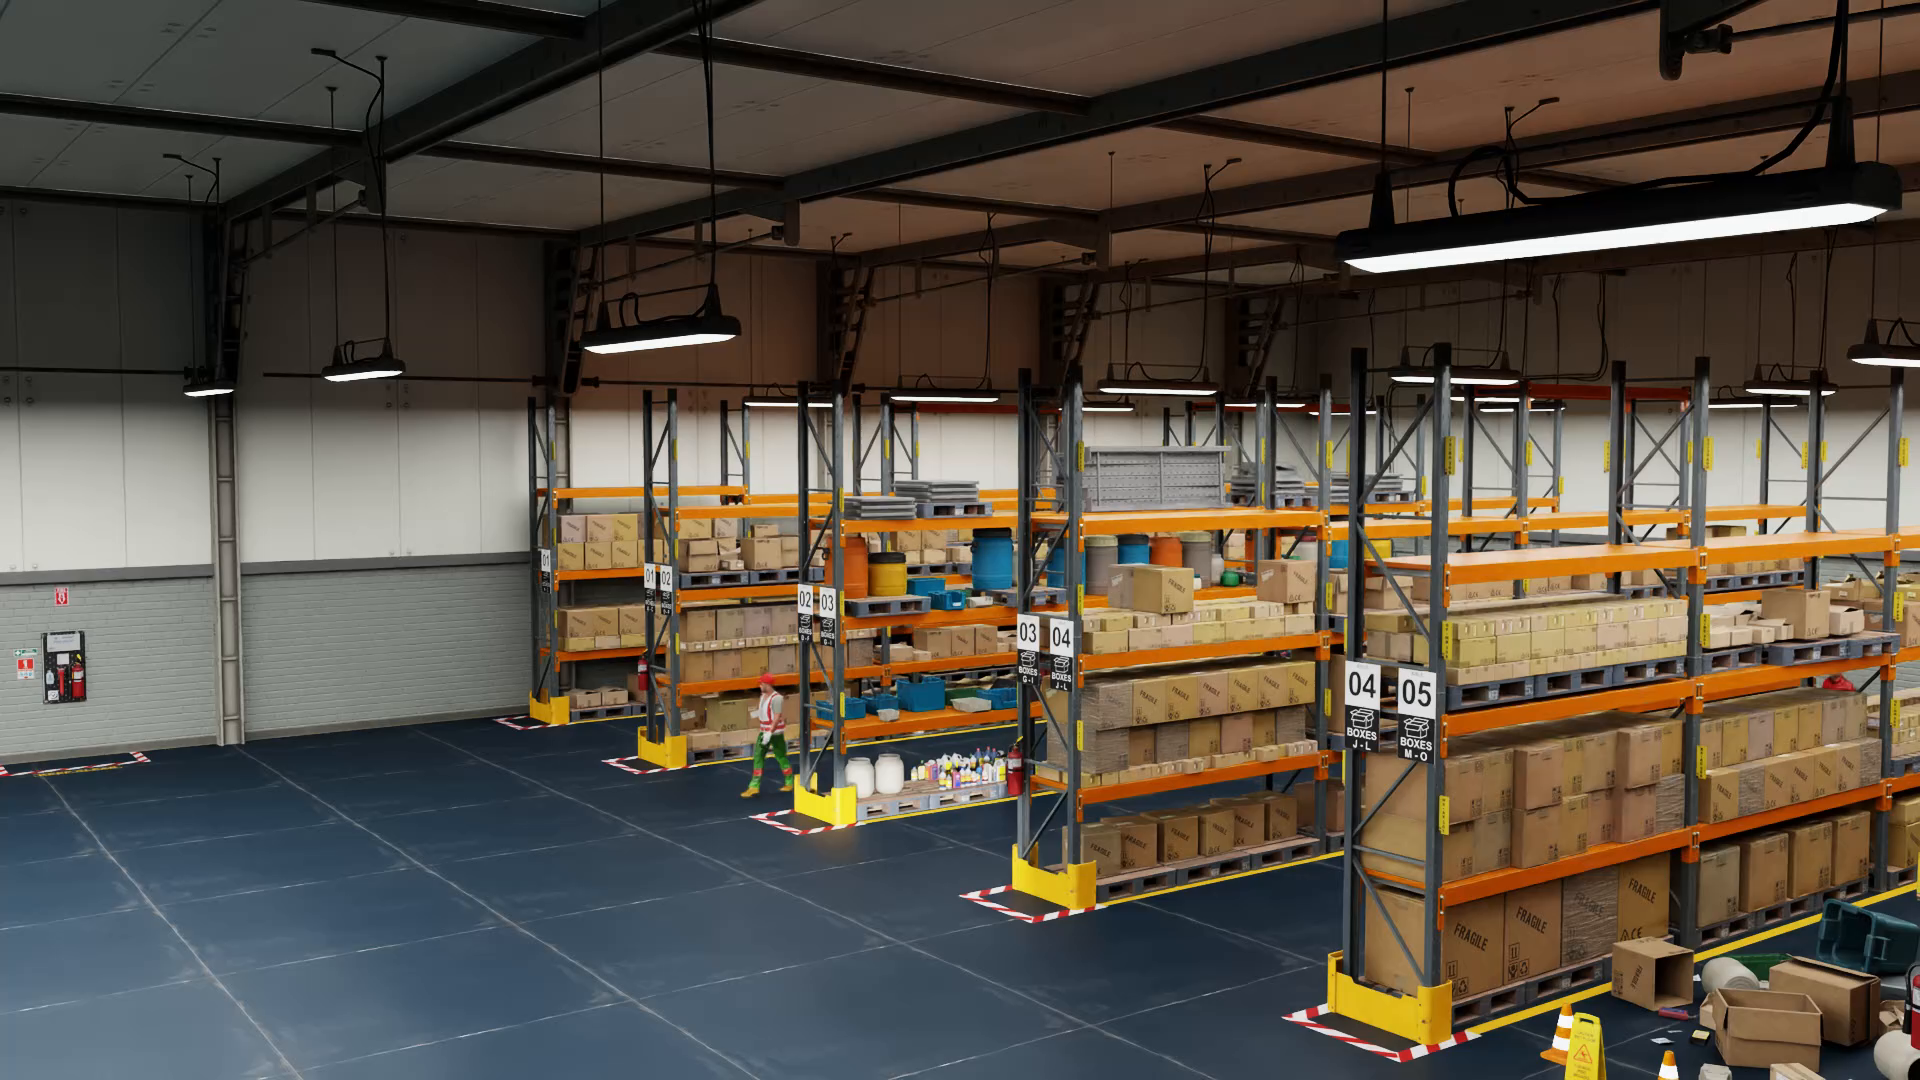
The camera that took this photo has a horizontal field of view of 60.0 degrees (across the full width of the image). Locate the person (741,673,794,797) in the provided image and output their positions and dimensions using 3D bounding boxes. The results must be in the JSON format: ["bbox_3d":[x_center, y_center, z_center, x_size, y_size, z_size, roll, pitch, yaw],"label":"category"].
[{"bbox_3d":[-2.813,2.830,24.293,0.886,1.761,0.561,-3,5,-42],"label":"person"}]

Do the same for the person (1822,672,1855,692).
[{"bbox_3d":[13.755,2.759,26.185,1.077,1.655,0.646,-2,4,-33],"label":"person"}]
